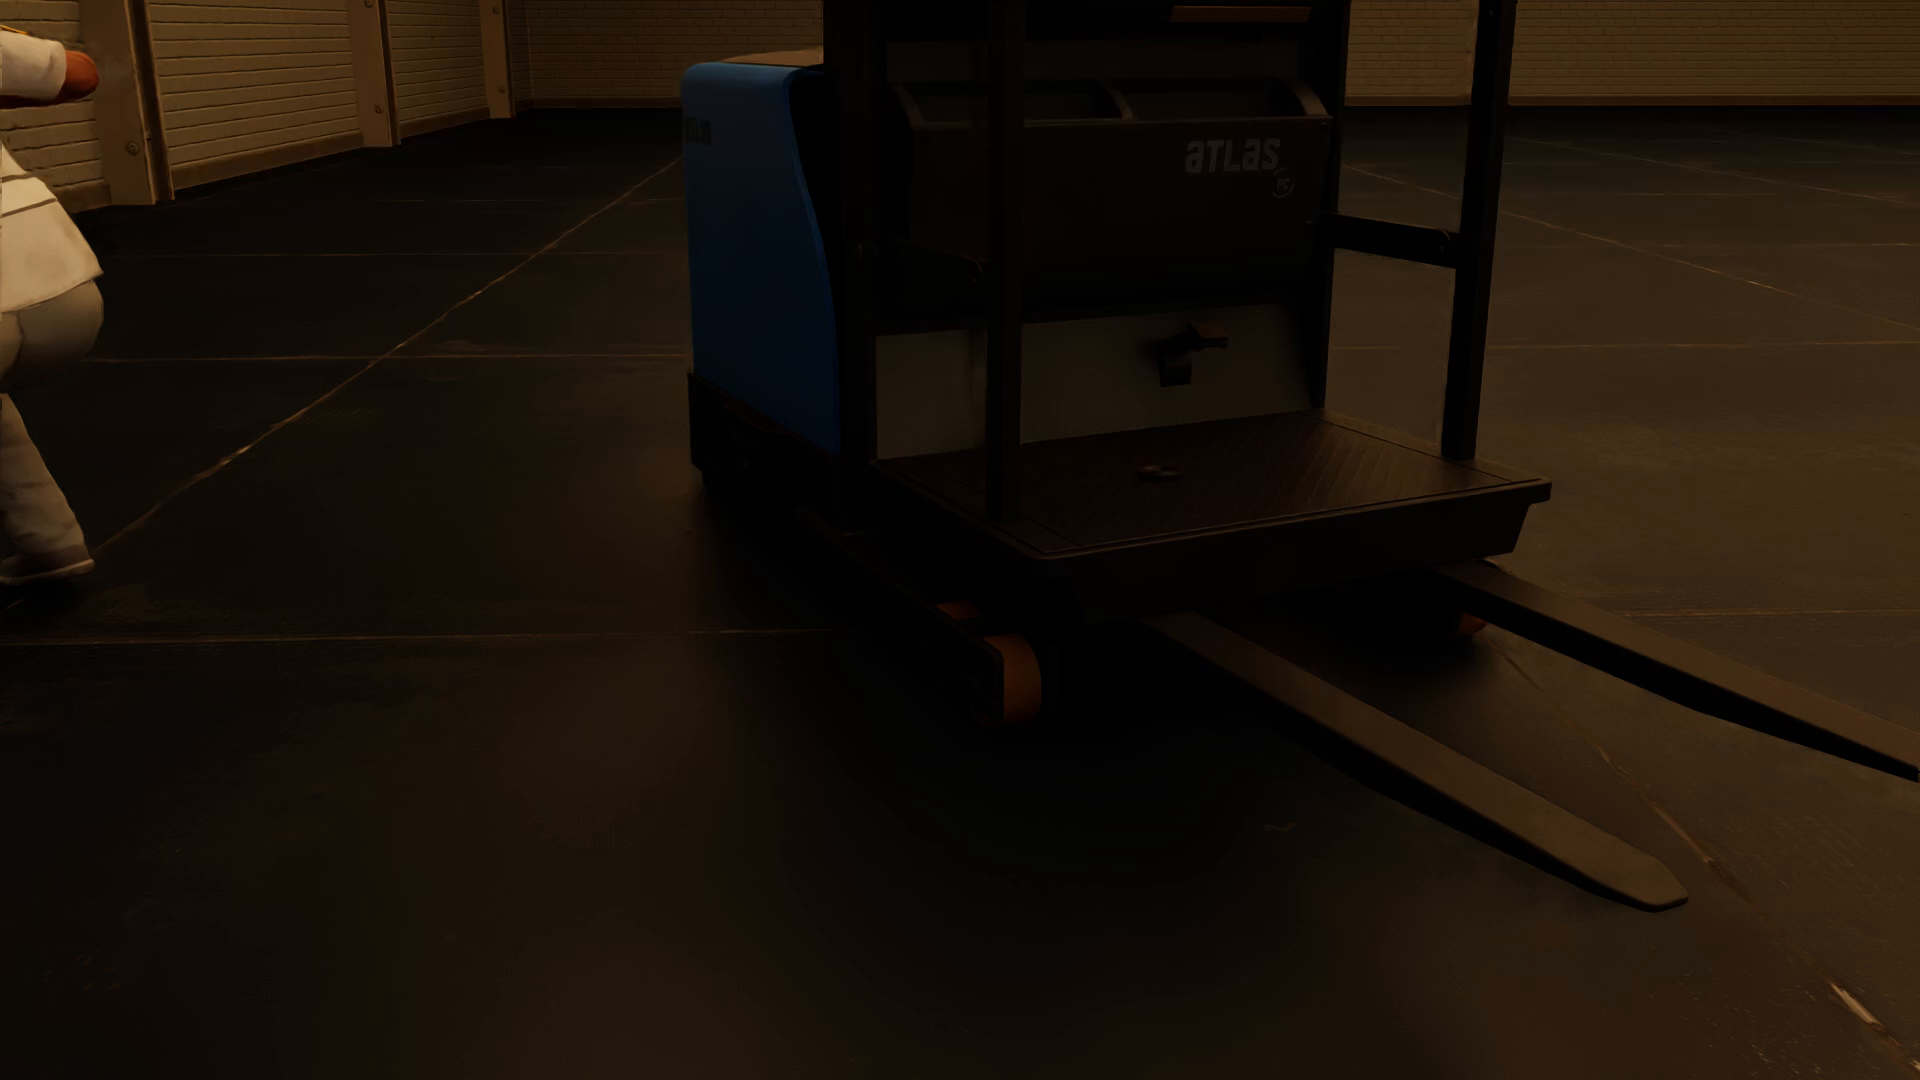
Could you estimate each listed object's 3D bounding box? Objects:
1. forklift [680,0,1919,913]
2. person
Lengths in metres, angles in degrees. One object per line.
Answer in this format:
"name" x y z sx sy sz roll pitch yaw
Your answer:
"forklift" 0.399 -1.223 2.906 1.130 2.935 3.031 -8 19 -25
"person" -2.058 -0.492 3.199 0.910 1.414 0.739 11 20 31
